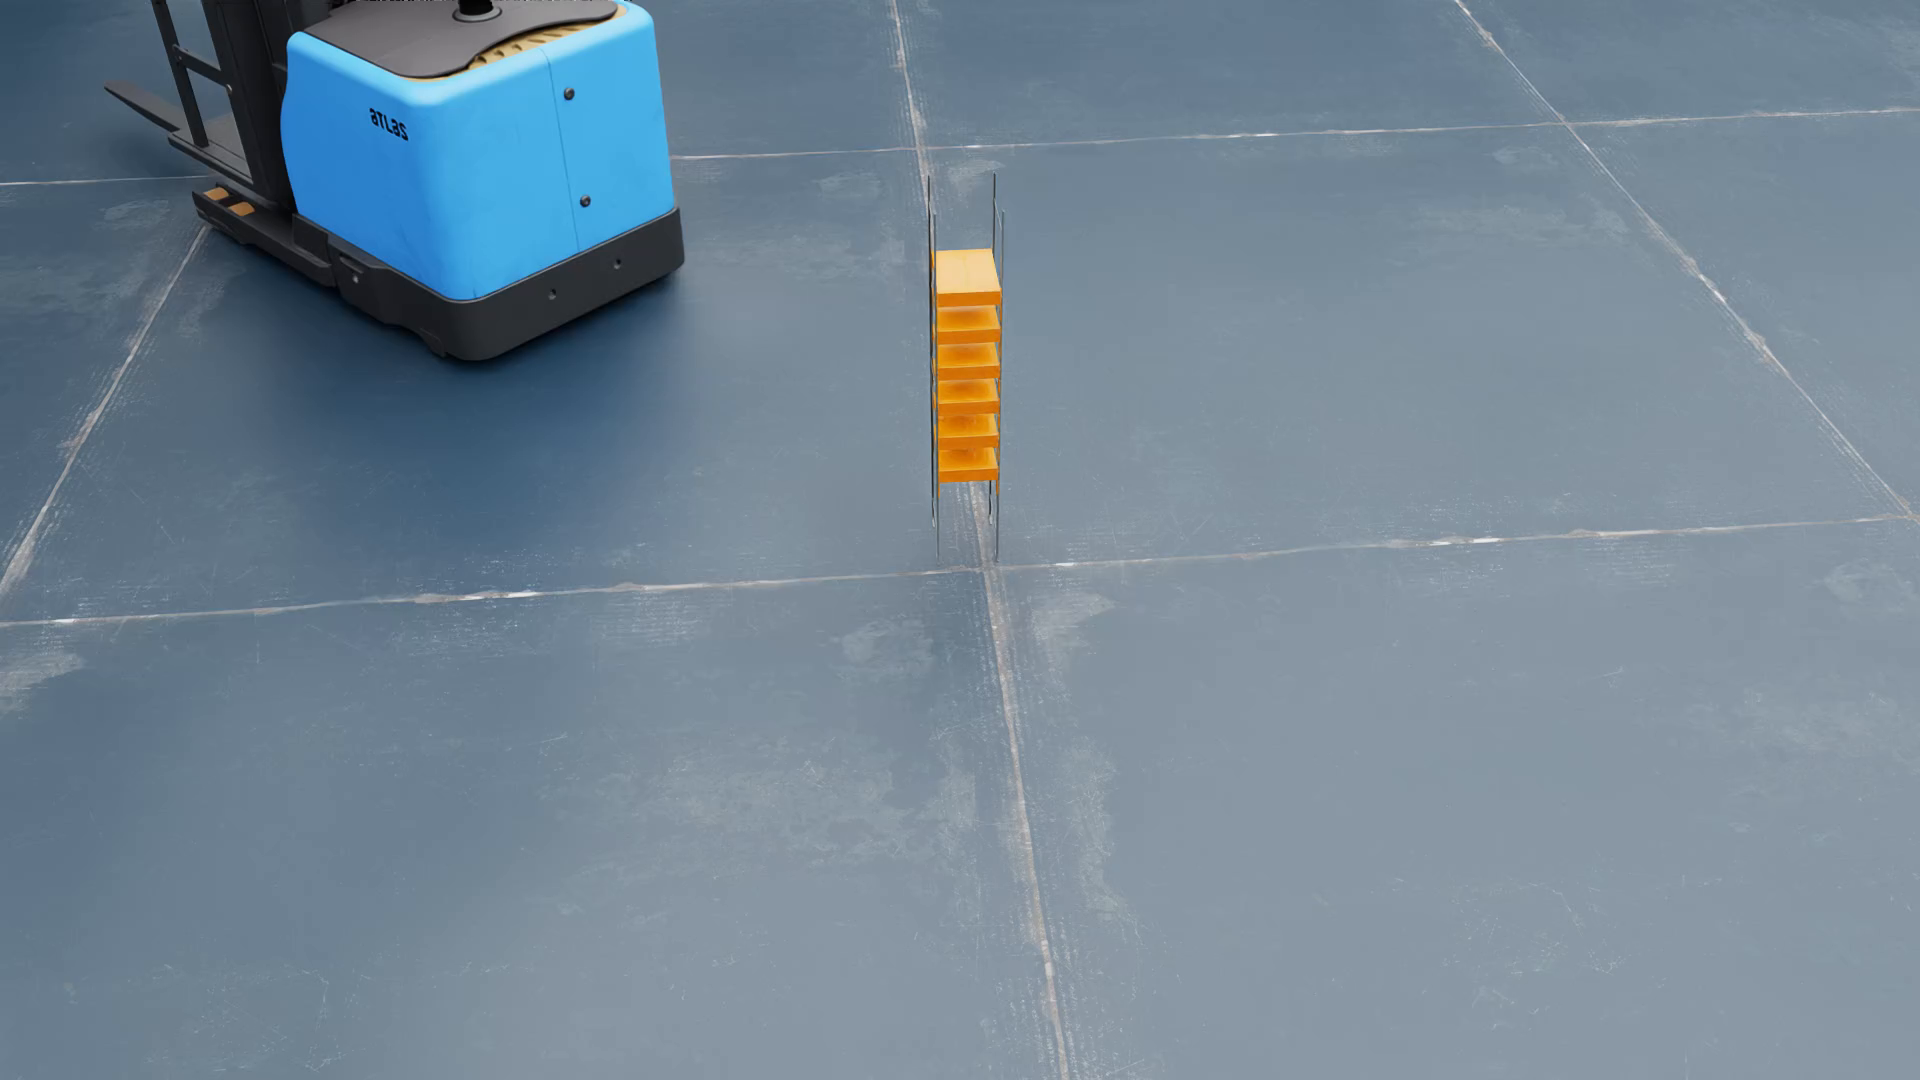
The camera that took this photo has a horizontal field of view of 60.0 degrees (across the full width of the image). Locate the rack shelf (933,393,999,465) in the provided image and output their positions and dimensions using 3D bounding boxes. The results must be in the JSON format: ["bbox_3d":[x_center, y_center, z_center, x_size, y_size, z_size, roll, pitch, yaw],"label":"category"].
[{"bbox_3d":[0.014,-0.343,4.981,0.180,0.103,0.258,-3,38,-4],"label":"rack shelf"}]

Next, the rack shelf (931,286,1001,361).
[{"bbox_3d":[0.014,-0.625,4.758,0.180,0.103,0.258,-3,38,-4],"label":"rack shelf"}]

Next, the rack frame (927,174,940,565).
[{"bbox_3d":[-0.077,-0.467,4.873,0.006,1.200,0.240,-3,38,-4],"label":"rack frame"}]

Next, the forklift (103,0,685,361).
[{"bbox_3d":[-2.516,-2.538,6.171,3.031,2.843,1.129,29,47,31],"label":"forklift"}]

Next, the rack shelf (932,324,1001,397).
[{"bbox_3d":[0.014,-0.531,4.833,0.180,0.103,0.258,-3,38,-4],"label":"rack shelf"}]

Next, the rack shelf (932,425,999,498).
[{"bbox_3d":[0.014,-0.249,5.056,0.180,0.103,0.258,-3,38,-4],"label":"rack shelf"}]

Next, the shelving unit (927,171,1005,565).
[{"bbox_3d":[0.014,-0.472,4.879,0.189,1.200,0.258,-3,38,-4],"label":"shelving unit"}]

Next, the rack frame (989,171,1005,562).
[{"bbox_3d":[0.106,-0.477,4.886,0.006,1.200,0.240,-3,38,-4],"label":"rack frame"}]
